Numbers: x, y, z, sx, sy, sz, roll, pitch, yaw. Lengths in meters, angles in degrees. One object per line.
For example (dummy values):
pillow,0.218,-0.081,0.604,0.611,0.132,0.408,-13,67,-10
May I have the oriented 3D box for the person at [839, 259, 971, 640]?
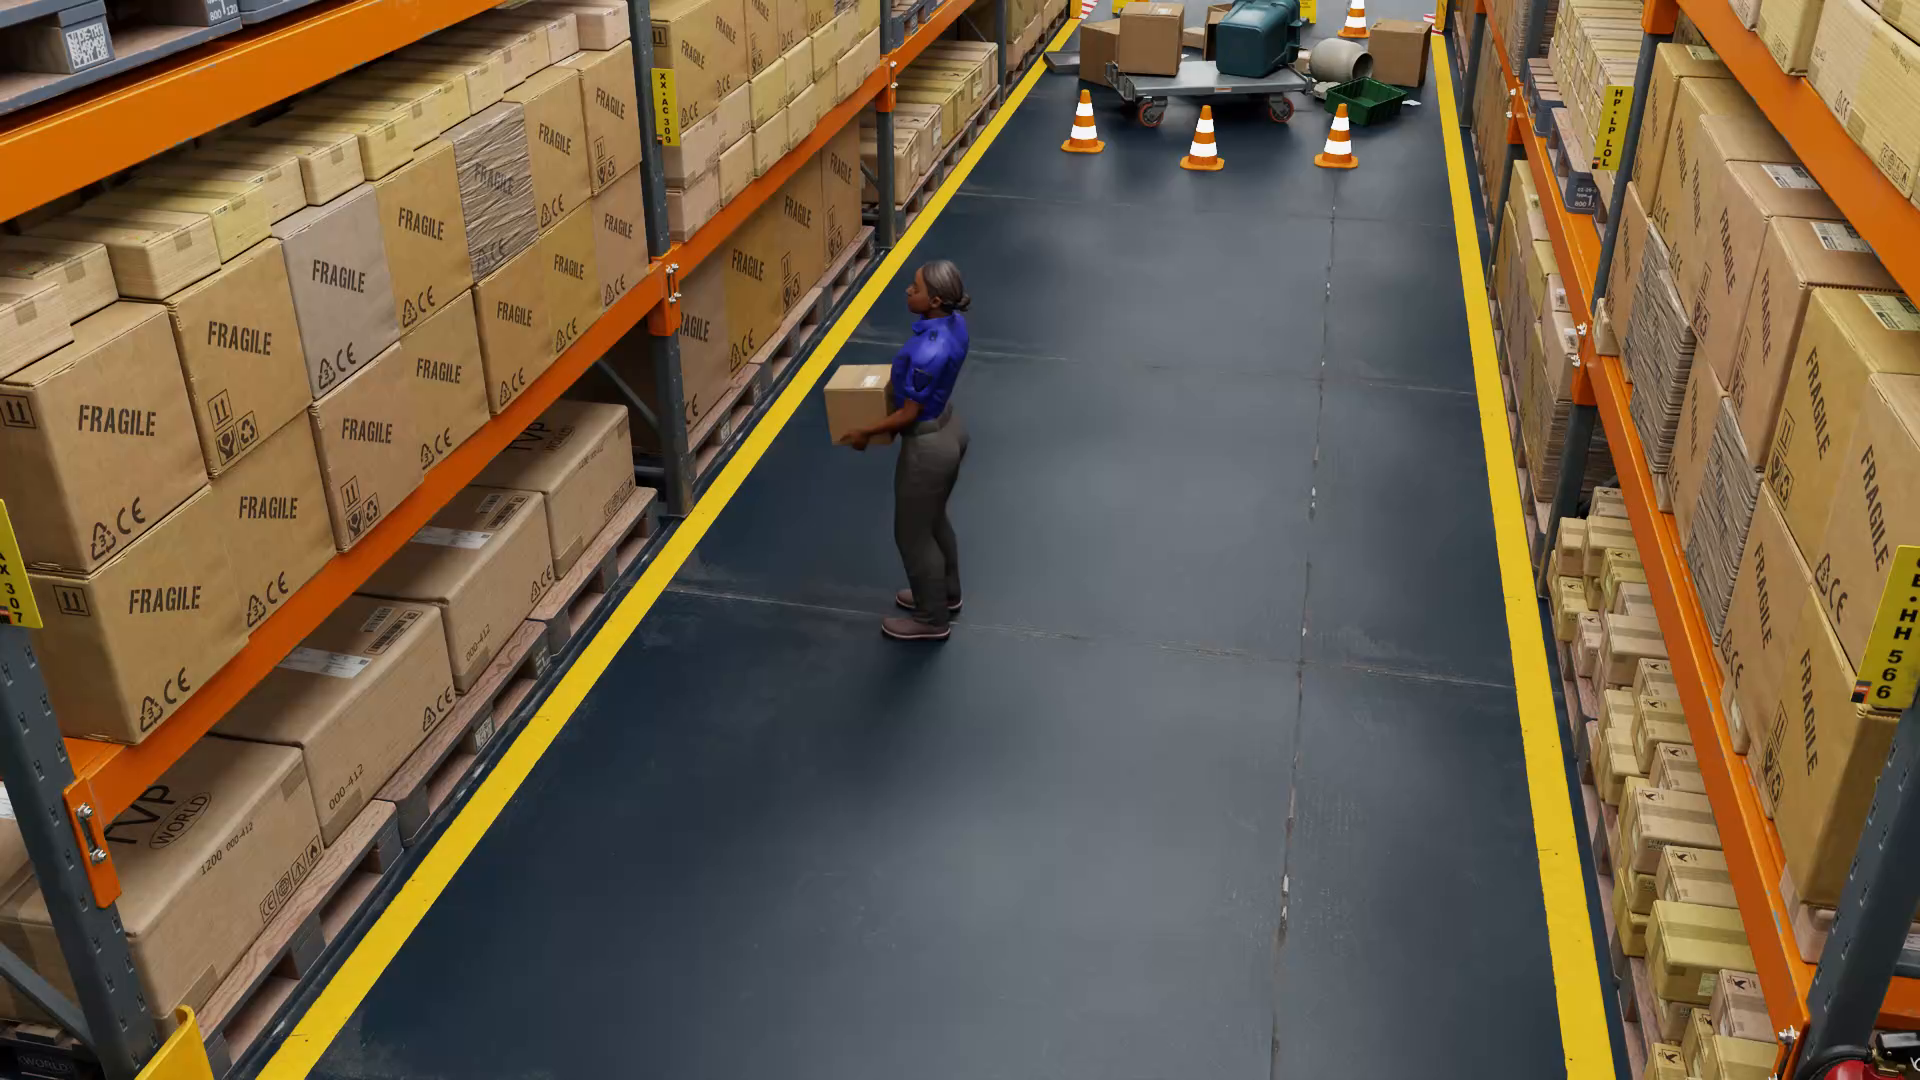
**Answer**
person,-0.209,-0.374,6.815,0.514,1.646,0.449,6,30,11
